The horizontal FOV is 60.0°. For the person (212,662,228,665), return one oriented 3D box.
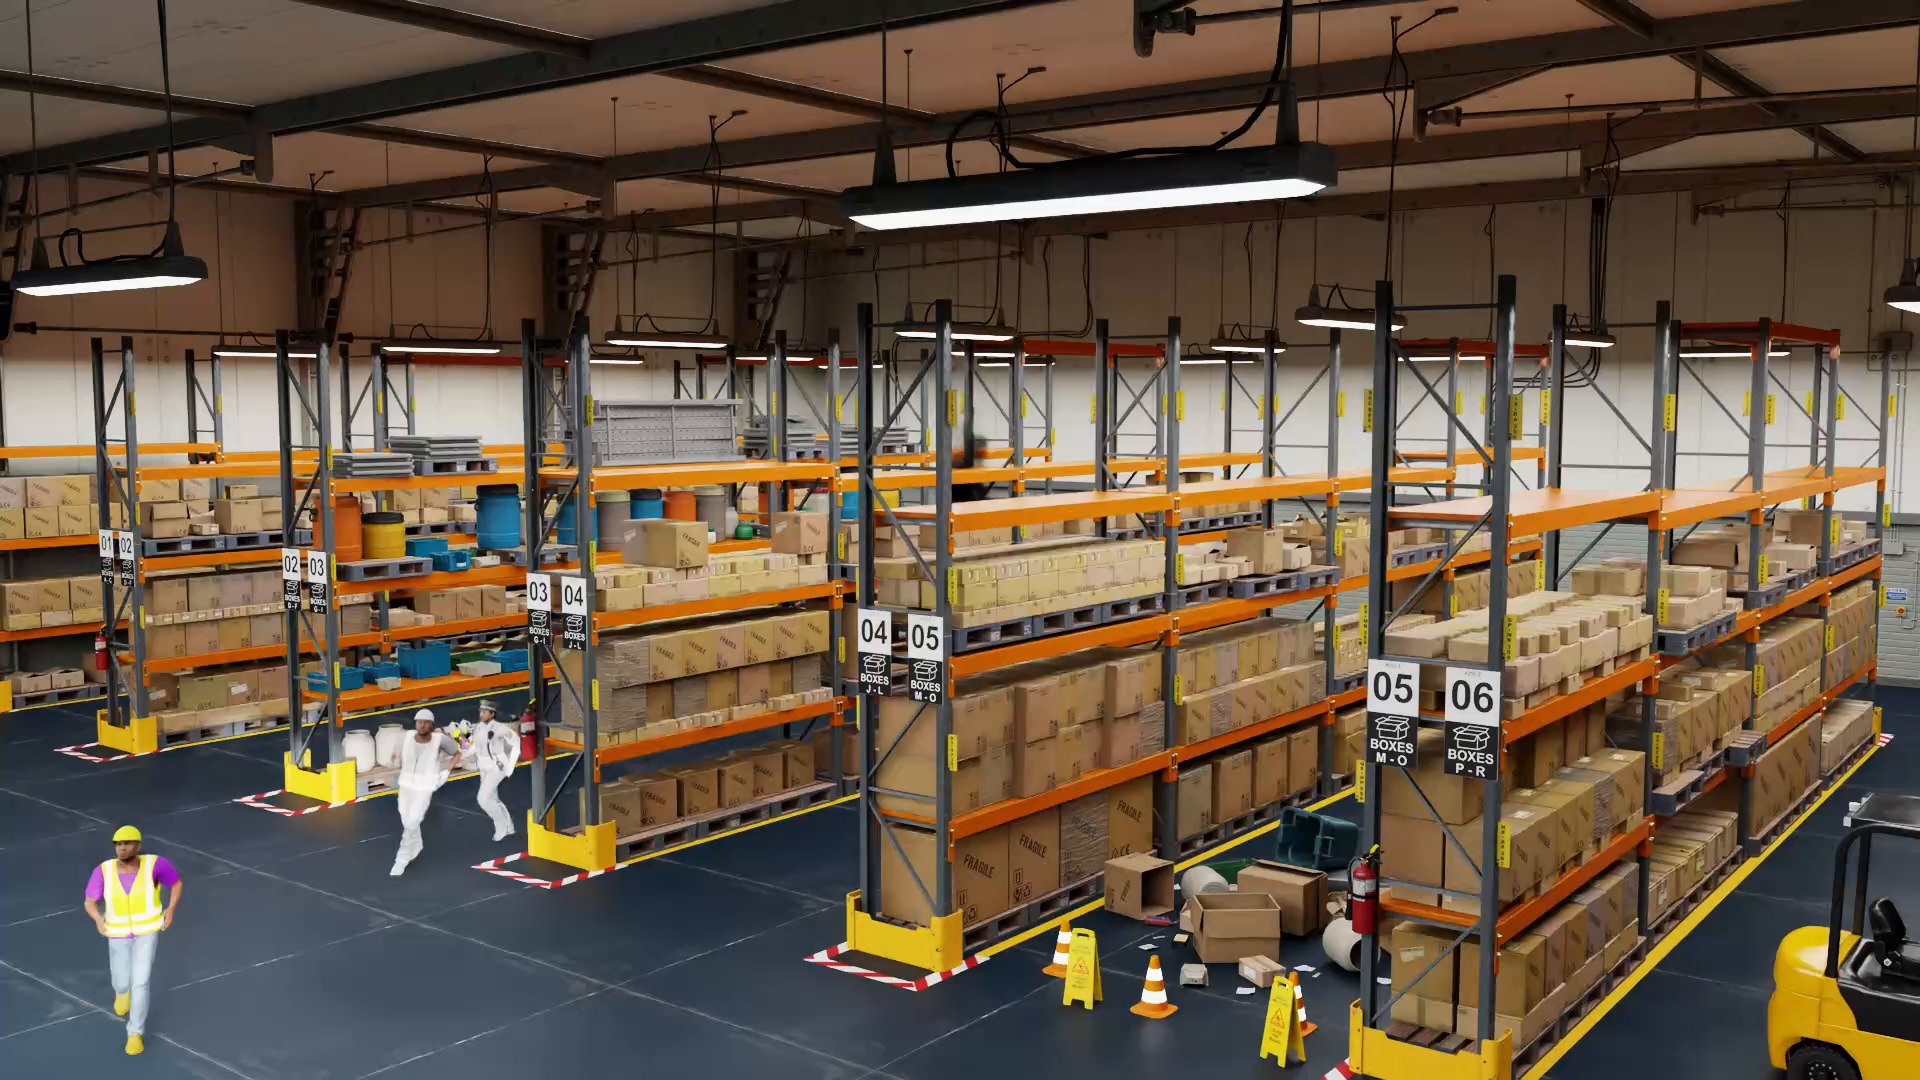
[{"bbox_3d":[-12.120,2.011,27.248,0.546,1.654,0.656,4,7,42],"label":"person"}]

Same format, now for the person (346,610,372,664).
[{"bbox_3d":[-10.789,1.763,29.713,0.580,1.683,0.673,3,6,33],"label":"person"}]

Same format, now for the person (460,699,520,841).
[{"bbox_3d":[-5.437,2.651,19.254,0.654,1.642,0.651,4,6,38],"label":"person"}]

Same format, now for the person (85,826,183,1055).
[{"bbox_3d":[-6.629,3.143,13.364,0.708,1.760,0.854,-2,5,-19],"label":"person"}]

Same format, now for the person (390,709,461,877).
[{"bbox_3d":[-5.853,2.716,18.115,0.684,1.798,0.746,1,5,11],"label":"person"}]
